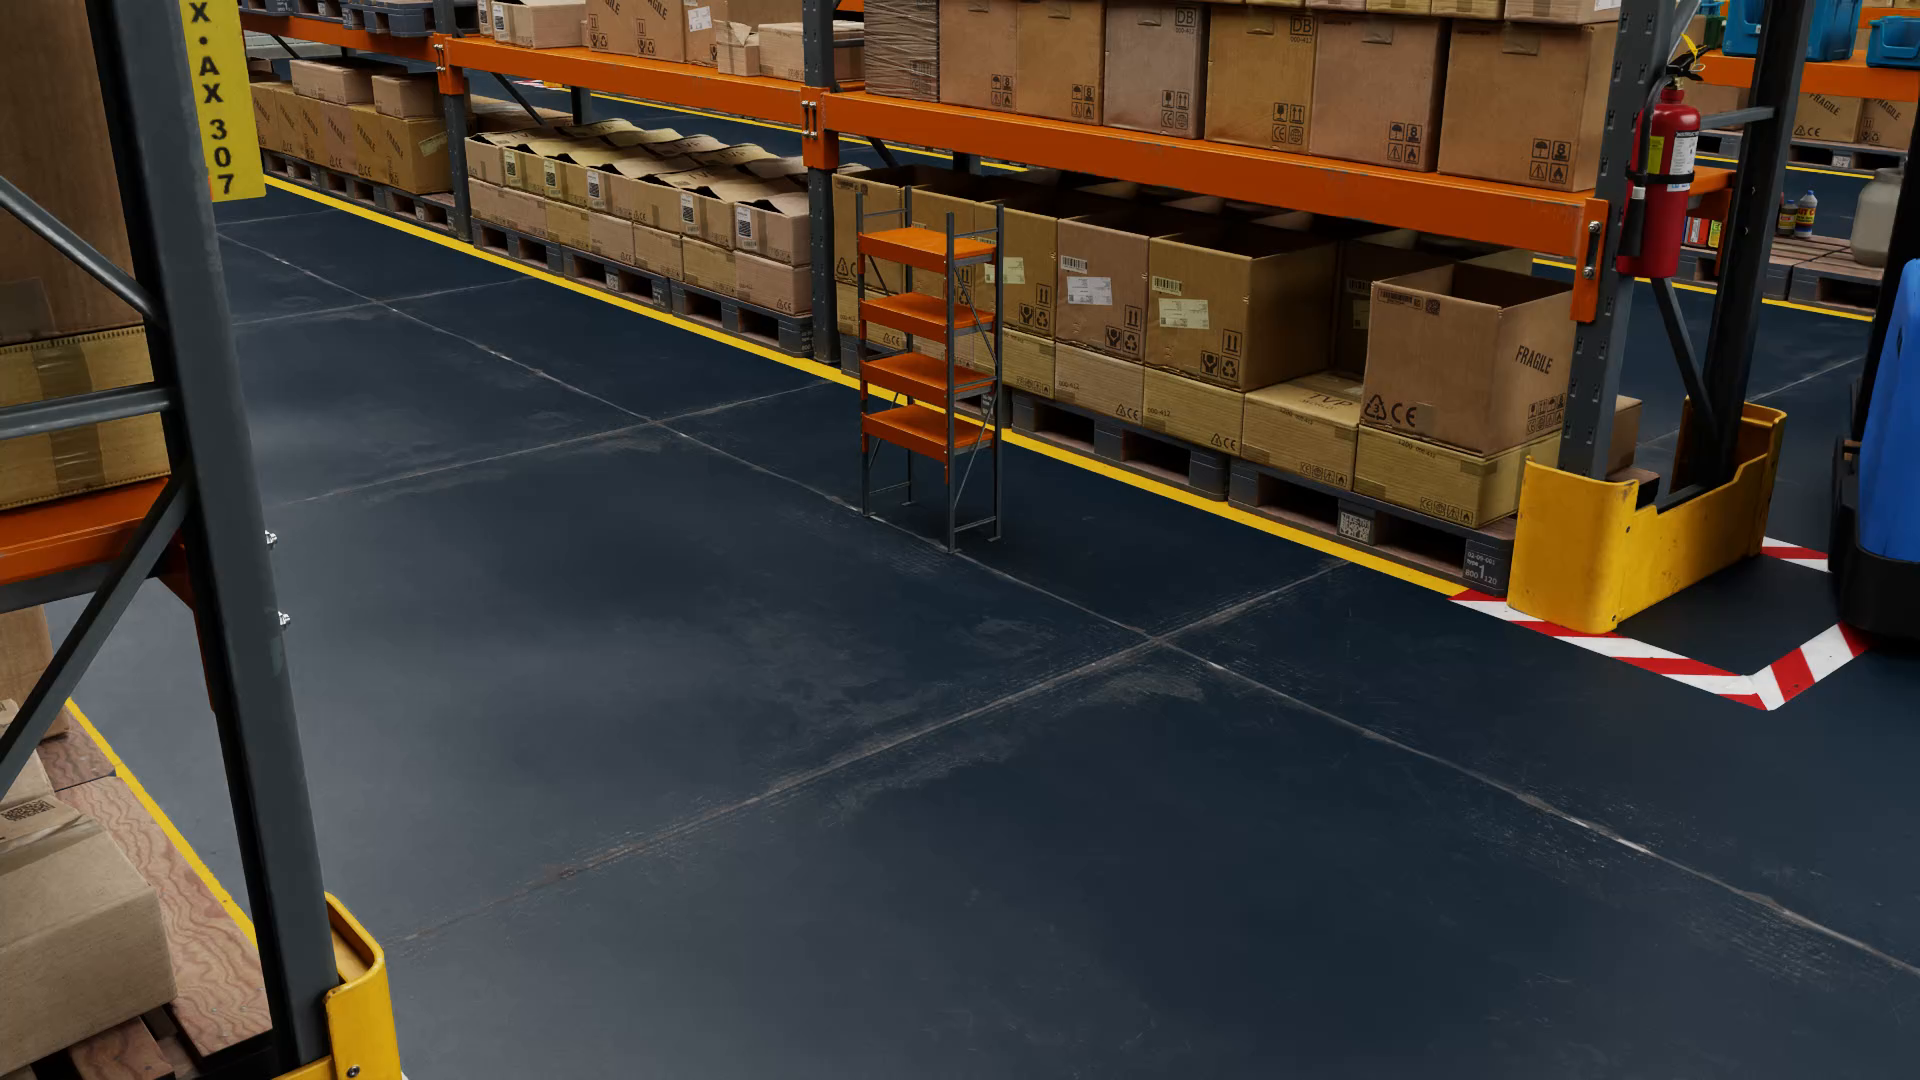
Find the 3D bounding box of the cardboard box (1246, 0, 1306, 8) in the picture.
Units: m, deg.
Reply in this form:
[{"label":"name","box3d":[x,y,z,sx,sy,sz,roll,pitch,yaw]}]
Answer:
[{"label":"cardboard box","box3d":[1.235,-1.977,5.892,0.380,0.149,0.250,-16,27,-36]}]

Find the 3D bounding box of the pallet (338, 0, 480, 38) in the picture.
[{"label":"pallet","box3d":[-3.416,-3.575,11.260,1.213,0.211,1.003,-17,27,-37]}]

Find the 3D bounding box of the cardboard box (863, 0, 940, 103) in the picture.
[{"label":"cardboard box","box3d":[-0.015,-2.314,7.641,0.700,0.500,0.500,-18,28,-39]}]

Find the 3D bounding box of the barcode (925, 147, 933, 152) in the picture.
[{"label":"barcode","box3d":[-0.160,-2.046,8.602,0.001,0.075,0.075,-17,27,-37]}]

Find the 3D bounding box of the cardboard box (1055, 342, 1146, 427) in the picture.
[{"label":"cardboard box","box3d":[0.740,-0.688,6.821,0.500,0.250,0.500,-17,27,-37]}]

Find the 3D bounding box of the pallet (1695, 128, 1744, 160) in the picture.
[{"label":"pallet","box3d":[6.689,-3.662,15.044,1.003,0.211,1.213,-17,27,-37]}]

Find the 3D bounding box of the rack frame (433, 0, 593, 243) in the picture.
[{"label":"rack frame","box3d":[-2.920,-3.493,10.790,1.000,3.000,0.127,-17,27,-37]}]

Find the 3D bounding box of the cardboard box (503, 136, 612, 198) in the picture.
[{"label":"cardboard box","box3d":[-2.451,-2.312,10.199,0.500,0.311,0.500,-18,28,-39]}]

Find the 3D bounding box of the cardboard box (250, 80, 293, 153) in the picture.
[{"label":"cardboard box","box3d":[-5.400,-3.448,13.498,0.500,0.500,0.500,-19,28,-40]}]

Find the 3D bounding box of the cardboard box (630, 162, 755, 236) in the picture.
[{"label":"cardboard box","box3d":[-1.459,-1.889,9.119,0.500,0.311,0.500,-18,27,-38]}]

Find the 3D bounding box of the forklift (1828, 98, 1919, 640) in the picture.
[{"label":"forklift","box3d":[3.848,-1.438,5.636,1.130,2.935,3.031,10,24,25]}]

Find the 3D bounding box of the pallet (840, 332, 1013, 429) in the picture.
[{"label":"pallet","box3d":[0.178,-0.860,7.891,1.003,0.211,1.213,-17,27,-37]}]

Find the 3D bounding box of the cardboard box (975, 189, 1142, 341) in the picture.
[{"label":"cardboard box","box3d":[0.409,-1.174,7.034,0.500,0.500,0.500,-17,27,-37]}]

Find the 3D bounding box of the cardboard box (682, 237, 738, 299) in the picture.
[{"label":"cardboard box","box3d":[-1.128,-1.489,8.868,0.500,0.250,0.500,-18,28,-38]}]

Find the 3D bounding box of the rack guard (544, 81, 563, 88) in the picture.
[{"label":"rack guard","box3d":[-4.413,-5.721,19.906,1.175,0.500,0.348,-17,27,-37]}]

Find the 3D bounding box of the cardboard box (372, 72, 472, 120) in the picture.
[{"label":"cardboard box","box3d":[-3.748,-3.101,11.583,0.500,0.250,0.500,-16,27,-35]}]

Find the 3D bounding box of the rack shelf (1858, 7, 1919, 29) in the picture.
[{"label":"rack shelf","box3d":[8.504,-3.858,12.707,1.077,0.370,4.000,-17,27,-37]}]

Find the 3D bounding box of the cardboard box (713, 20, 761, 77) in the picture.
[{"label":"cardboard box","box3d":[-1.022,-2.525,8.502,0.396,0.266,0.258,-18,28,-39]}]

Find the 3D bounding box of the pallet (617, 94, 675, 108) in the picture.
[{"label":"pallet","box3d":[-3.086,-5.009,18.484,1.003,0.211,1.213,-17,27,-37]}]

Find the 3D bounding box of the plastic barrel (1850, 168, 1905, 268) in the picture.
[{"label":"plastic barrel","box3d":[5.242,-1.800,9.303,0.421,0.512,0.421,0,21,0]}]

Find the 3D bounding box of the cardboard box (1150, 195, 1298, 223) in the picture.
[{"label":"cardboard box","box3d":[1.143,-1.164,7.008,0.500,0.500,0.500,-17,27,-37]}]

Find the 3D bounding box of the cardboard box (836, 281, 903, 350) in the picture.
[{"label":"cardboard box","box3d":[-0.236,-1.103,7.882,0.500,0.250,0.500,-17,27,-37]}]

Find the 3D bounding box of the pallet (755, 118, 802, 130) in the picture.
[{"label":"pallet","box3d":[-1.304,-4.255,16.558,1.003,0.211,1.213,-17,27,-37]}]

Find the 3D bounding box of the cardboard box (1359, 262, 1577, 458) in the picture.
[{"label":"cardboard box","box3d":[1.726,-0.625,5.632,0.500,0.500,0.500,-17,27,-37]}]

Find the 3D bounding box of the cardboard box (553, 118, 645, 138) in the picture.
[{"label":"cardboard box","box3d":[-2.392,-2.584,10.893,0.500,0.311,0.500,-17,27,-36]}]

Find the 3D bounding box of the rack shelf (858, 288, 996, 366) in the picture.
[{"label":"rack shelf","box3d":[-0.108,-0.750,5.825,0.258,0.148,0.480,-17,27,-37]}]

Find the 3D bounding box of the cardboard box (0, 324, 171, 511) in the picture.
[{"label":"cardboard box","box3d":[-1.526,-0.253,2.694,0.500,0.250,0.500,-18,28,-39]}]

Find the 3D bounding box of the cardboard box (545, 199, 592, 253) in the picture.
[{"label":"cardboard box","box3d":[-2.128,-1.913,9.950,0.500,0.250,0.500,-18,28,-39]}]

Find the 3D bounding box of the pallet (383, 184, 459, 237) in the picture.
[{"label":"pallet","box3d":[-3.379,-2.410,11.848,1.003,0.211,1.213,-17,27,-37]}]

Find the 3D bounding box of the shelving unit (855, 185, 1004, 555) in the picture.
[{"label":"shelving unit","box3d":[-0.108,-0.604,5.882,0.258,1.200,0.503,-17,27,-37]}]

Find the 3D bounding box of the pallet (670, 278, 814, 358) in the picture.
[{"label":"pallet","box3d":[-0.820,-1.284,8.973,1.003,0.211,1.213,-17,27,-37]}]

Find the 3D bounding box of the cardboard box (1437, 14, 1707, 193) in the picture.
[{"label":"cardboard box","box3d":[2.007,-1.462,5.466,0.700,0.500,0.500,-17,27,-37]}]

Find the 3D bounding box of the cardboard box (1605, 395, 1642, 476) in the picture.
[{"label":"cardboard box","box3d":[2.120,-0.399,6.085,0.500,0.250,0.500,-17,27,-37]}]

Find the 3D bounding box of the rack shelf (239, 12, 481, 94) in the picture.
[{"label":"rack shelf","box3d":[-4.226,-3.711,12.332,1.077,0.370,4.000,-17,27,-37]}]

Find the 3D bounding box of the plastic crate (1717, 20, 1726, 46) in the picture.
[{"label":"plastic crate","box3d":[4.698,-3.055,10.033,0.530,0.136,0.437,-17,27,-37]}]

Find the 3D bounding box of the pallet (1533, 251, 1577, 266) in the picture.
[{"label":"pallet","box3d":[3.853,-2.072,10.986,1.003,0.211,1.213,-17,27,-37]}]

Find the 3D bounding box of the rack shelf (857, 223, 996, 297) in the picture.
[{"label":"rack shelf","box3d":[-0.108,-0.970,5.739,0.258,0.148,0.480,-17,27,-37]}]

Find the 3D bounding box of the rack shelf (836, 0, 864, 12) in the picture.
[{"label":"rack shelf","box3d":[-0.471,-4.889,15.340,1.077,0.370,4.000,-17,27,-37]}]

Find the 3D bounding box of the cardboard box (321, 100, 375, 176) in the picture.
[{"label":"cardboard box","box3d":[-4.393,-3.023,12.414,0.500,0.500,0.500,-19,28,-39]}]

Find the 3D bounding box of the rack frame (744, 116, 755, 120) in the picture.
[{"label":"rack frame","box3d":[-1.776,-5.777,16.620,1.000,3.000,0.127,-17,27,-37]}]

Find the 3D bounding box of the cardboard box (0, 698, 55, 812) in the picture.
[{"label":"cardboard box","box3d":[-2.204,0.574,3.488,0.500,0.311,0.500,-15,26,-33]}]

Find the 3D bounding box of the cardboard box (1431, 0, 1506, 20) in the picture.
[{"label":"cardboard box","box3d":[1.736,-1.764,5.348,0.380,0.149,0.250,-17,27,-36]}]

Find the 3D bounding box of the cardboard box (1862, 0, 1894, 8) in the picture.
[{"label":"cardboard box","box3d":[7.448,-4.363,13.354,0.380,0.149,0.250,-17,27,-37]}]

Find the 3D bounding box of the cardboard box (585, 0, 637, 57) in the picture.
[{"label":"cardboard box","box3d":[-1.813,-3.080,9.598,0.500,0.500,0.500,-19,29,-40]}]

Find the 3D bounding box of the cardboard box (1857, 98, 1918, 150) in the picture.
[{"label":"cardboard box","box3d":[7.808,-3.501,13.660,0.500,0.500,0.500,-9,23,-21]}]

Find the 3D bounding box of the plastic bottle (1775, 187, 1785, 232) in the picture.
[{"label":"plastic bottle","box3d":[4.975,-2.043,10.209,0.061,0.283,0.133,-17,27,-37]}]

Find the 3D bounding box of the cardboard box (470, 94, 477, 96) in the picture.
[{"label":"cardboard box","box3d":[-4.015,-3.154,12.748,0.500,0.500,0.500,-19,28,-39]}]

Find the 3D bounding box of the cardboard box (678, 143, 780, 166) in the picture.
[{"label":"cardboard box","box3d":[-1.395,-2.162,9.818,0.500,0.311,0.500,-17,27,-36]}]

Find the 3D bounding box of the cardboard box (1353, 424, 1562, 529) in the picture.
[{"label":"cardboard box","box3d":[1.728,-0.276,5.770,0.500,0.250,0.500,-17,27,-37]}]

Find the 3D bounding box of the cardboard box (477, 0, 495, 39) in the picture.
[{"label":"cardboard box","box3d":[-2.716,-3.341,10.523,0.500,0.311,0.500,-15,26,-34]}]

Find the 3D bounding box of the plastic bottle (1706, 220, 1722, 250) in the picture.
[{"label":"plastic bottle","box3d":[4.436,-1.832,9.670,0.061,0.283,0.133,-17,27,-36]}]

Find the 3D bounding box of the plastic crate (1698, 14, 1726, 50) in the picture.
[{"label":"plastic crate","box3d":[4.118,-3.025,9.886,0.450,0.188,0.662,-17,27,-37]}]

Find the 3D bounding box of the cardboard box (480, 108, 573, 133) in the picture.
[{"label":"cardboard box","box3d":[-3.001,-2.728,11.660,0.500,0.500,0.500,-16,27,-35]}]

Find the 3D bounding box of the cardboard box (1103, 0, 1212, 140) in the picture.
[{"label":"cardboard box","box3d":[0.994,-1.889,6.556,0.700,0.500,0.500,-16,27,-36]}]

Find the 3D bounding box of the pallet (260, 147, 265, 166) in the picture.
[{"label":"pallet","box3d":[-5.979,-3.490,14.605,1.003,0.211,1.213,-17,27,-37]}]
